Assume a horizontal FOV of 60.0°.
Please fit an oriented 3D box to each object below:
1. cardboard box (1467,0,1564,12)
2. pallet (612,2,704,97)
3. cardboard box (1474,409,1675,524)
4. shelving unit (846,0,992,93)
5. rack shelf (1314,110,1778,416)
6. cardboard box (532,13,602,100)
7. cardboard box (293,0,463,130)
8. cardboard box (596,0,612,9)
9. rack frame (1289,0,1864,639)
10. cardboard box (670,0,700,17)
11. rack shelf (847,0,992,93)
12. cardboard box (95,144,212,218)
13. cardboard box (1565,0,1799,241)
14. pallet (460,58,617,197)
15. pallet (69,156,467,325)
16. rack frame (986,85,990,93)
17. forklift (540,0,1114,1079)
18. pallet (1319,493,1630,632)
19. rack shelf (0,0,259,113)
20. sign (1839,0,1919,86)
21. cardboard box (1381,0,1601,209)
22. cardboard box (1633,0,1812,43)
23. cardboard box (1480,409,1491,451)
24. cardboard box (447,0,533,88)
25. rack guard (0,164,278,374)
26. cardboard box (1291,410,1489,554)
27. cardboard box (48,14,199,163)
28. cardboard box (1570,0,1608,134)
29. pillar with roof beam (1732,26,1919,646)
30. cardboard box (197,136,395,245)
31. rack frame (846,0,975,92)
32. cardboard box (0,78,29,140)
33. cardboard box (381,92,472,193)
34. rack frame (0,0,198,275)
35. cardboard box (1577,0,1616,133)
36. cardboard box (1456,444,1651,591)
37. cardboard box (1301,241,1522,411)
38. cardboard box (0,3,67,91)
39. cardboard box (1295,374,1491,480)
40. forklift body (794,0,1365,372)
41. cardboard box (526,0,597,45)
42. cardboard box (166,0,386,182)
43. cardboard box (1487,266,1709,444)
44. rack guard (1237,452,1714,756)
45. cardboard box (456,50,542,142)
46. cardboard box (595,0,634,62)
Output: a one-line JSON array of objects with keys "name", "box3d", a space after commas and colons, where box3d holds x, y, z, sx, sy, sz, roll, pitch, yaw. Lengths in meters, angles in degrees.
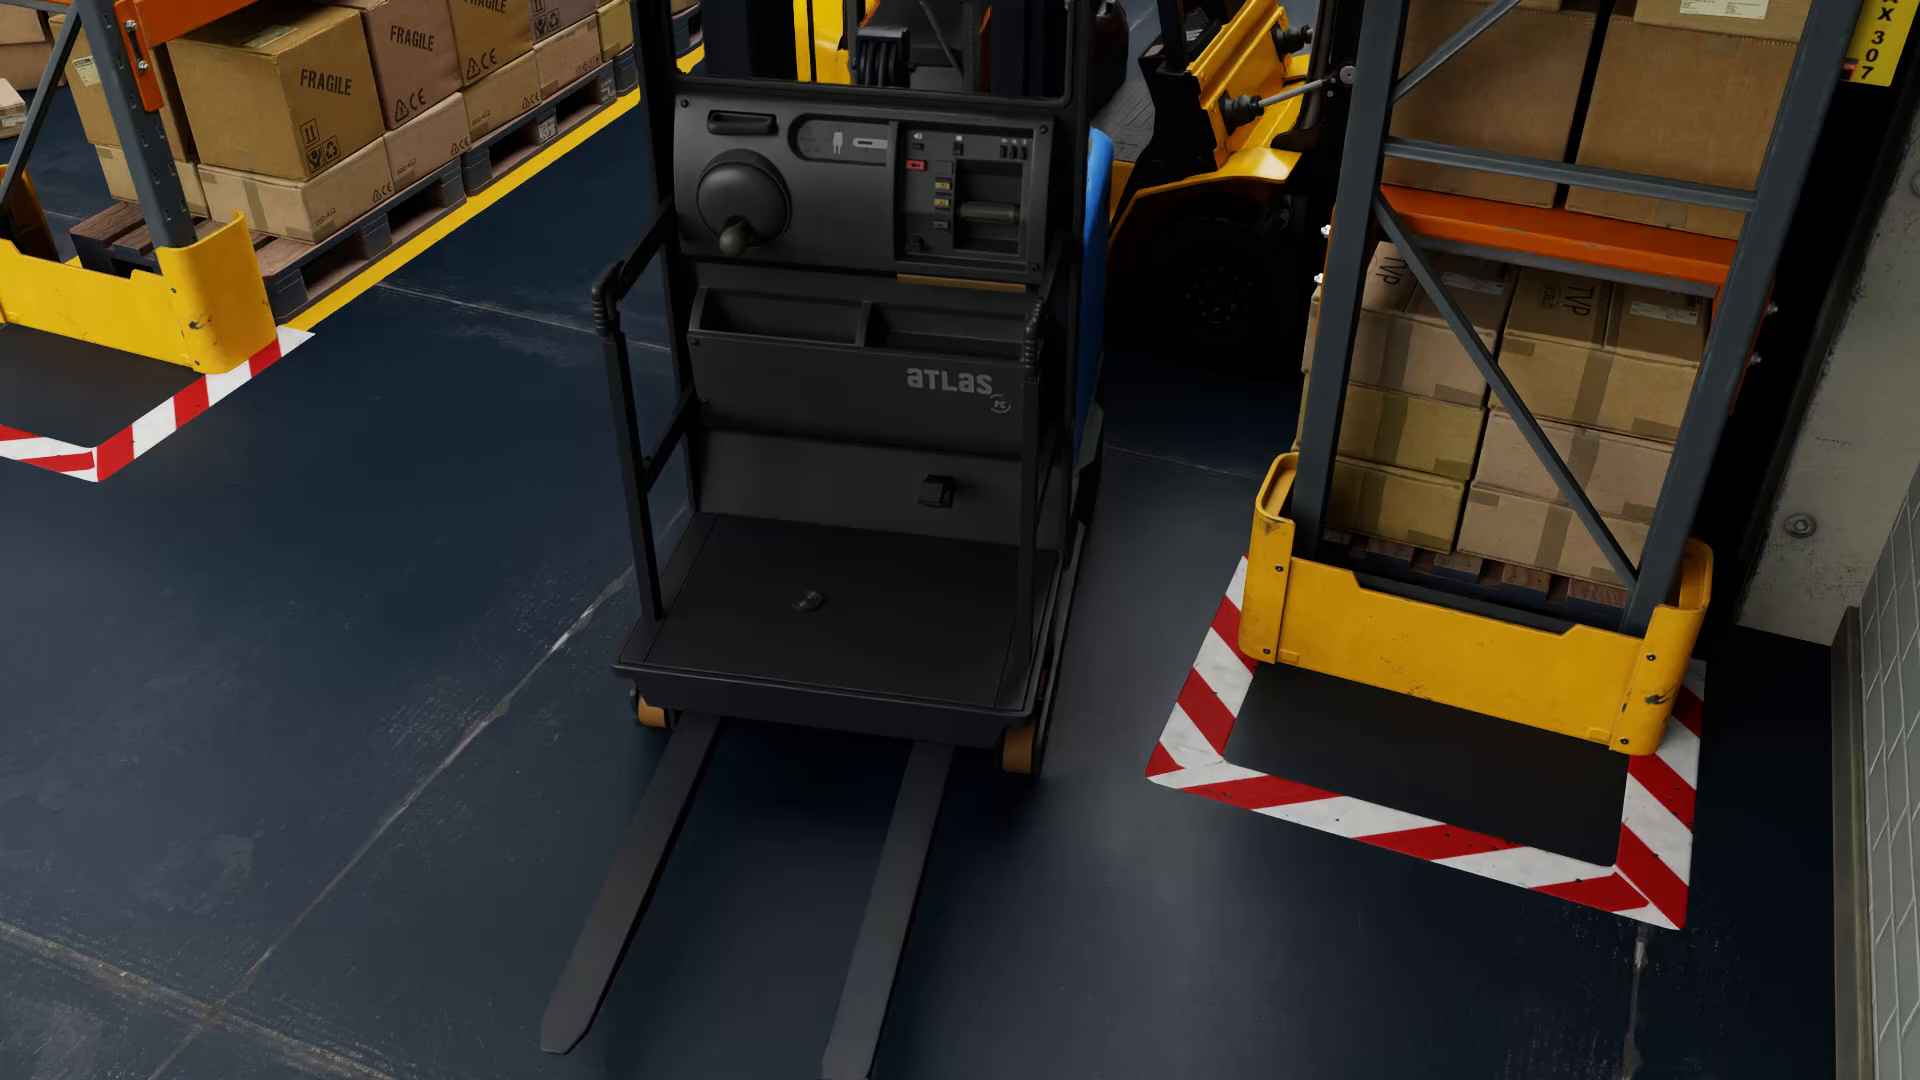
[{"name": "cardboard box", "box3d": [1.276, -1.405, 3.999, 0.380, 0.149, 0.250, 14, 39, 18]}, {"name": "pallet", "box3d": [-1.889, -2.696, 8.681, 1.003, 0.211, 1.213, 14, 39, 18]}, {"name": "cardboard box", "box3d": [1.775, -0.330, 4.714, 0.500, 0.250, 0.500, 15, 39, 19]}, {"name": "shelving unit", "box3d": [-0.102, -1.523, 5.518, 0.431, 2.100, 0.503, 5, 37, 9]}, {"name": "rack shelf", "box3d": [2.165, -1.669, 5.578, 1.077, 0.370, 4.000, 14, 39, 18]}, {"name": "cardboard box", "box3d": [-2.034, -2.294, 7.759, 0.500, 0.250, 0.500, 14, 39, 18]}, {"name": "cardboard box", "box3d": [-2.422, -2.033, 6.784, 0.500, 0.500, 0.500, 12, 39, 16]}, {"name": "cardboard box", "box3d": [-1.835, -2.890, 7.930, 0.500, 0.500, 0.500, 15, 39, 19]}, {"name": "rack frame", "box3d": [1.404, -0.850, 3.881, 1.000, 3.000, 0.127, 14, 39, 18]}, {"name": "cardboard box", "box3d": [-1.643, -2.871, 8.532, 0.500, 0.250, 0.500, 16, 40, 20]}, {"name": "rack shelf", "box3d": [-0.102, -1.512, 5.526, 0.431, 0.518, 0.480, 5, 37, 9]}, {"name": "cardboard box", "box3d": [-3.120, -1.567, 6.787, 0.500, 0.250, 0.500, 14, 39, 18]}, {"name": "cardboard box", "box3d": [1.849, -1.101, 4.134, 0.500, 0.500, 0.500, 15, 39, 19]}, {"name": "pallet", "box3d": [-2.352, -2.018, 7.774, 1.003, 0.211, 1.213, 14, 39, 18]}, {"name": "pallet", "box3d": [-2.817, -1.345, 6.874, 1.003, 0.211, 1.213, 14, 39, 18]}, {"name": "rack frame", "box3d": [-0.059, -1.666, 5.711, 0.400, 2.100, 0.015, 5, 37, 9]}, {"name": "forklift", "box3d": [-0.277, -0.791, 3.861, 1.130, 2.935, 3.031, 6, 37, 8]}, {"name": "pallet", "box3d": [1.656, -0.166, 5.295, 1.003, 0.211, 1.213, 14, 39, 18]}, {"name": "rack shelf", "box3d": [-2.427, -2.798, 7.088, 1.077, 0.370, 4.000, 14, 39, 18]}, {"name": "sign", "box3d": [1.915, -1.098, 3.425, 0.100, 0.325, 0.005, 14, 39, 18]}, {"name": "cardboard box", "box3d": [1.348, -1.222, 4.296, 0.500, 0.500, 0.500, 13, 39, 17]}, {"name": "cardboard box", "box3d": [1.773, -1.278, 3.829, 0.380, 0.149, 0.250, 13, 39, 17]}, {"name": "cardboard box", "box3d": [1.488, -0.522, 5.389, 0.500, 0.250, 0.500, 14, 39, 18]}, {"name": "cardboard box", "box3d": [-2.224, -2.309, 7.153, 0.500, 0.500, 0.500, 15, 39, 19]}, {"name": "rack guard", "box3d": [-3.159, -1.019, 6.196, 1.175, 0.500, 0.348, 14, 39, 18]}, {"name": "cardboard box", "box3d": [1.290, -0.249, 5.023, 0.500, 0.250, 0.500, 14, 39, 18]}, {"name": "cardboard box", "box3d": [-3.125, -1.849, 6.537, 0.500, 0.500, 0.500, 14, 39, 18]}, {"name": "cardboard box", "box3d": [1.554, -1.507, 4.678, 0.500, 0.500, 0.500, 15, 39, 19]}, {"name": "pillar with roof beam", "box3d": [-1.479, -4.414, 3.638, 9.100, 9.000, 0.400, 14, 39, 18]}, {"name": "cardboard box", "box3d": [-2.626, -1.429, 6.602, 0.500, 0.250, 0.500, 14, 39, 17]}, {"name": "rack frame", "box3d": [-0.145, -1.381, 5.324, 0.400, 2.100, 0.015, 5, 37, 9]}, {"name": "cardboard box", "box3d": [-4.558, -2.022, 7.831, 0.250, 0.149, 0.380, -25, 43, -29]}, {"name": "cardboard box", "box3d": [-2.424, -1.710, 6.978, 0.500, 0.250, 0.500, 15, 39, 19]}, {"name": "rack frame", "box3d": [-3.188, -1.978, 5.391, 1.000, 3.000, 0.127, 14, 39, 18]}, {"name": "cardboard box", "box3d": [2.027, -1.394, 4.526, 0.500, 0.500, 0.500, 15, 39, 19]}, {"name": "cardboard box", "box3d": [1.771, -0.144, 4.883, 0.500, 0.250, 0.500, 14, 39, 18]}, {"name": "cardboard box", "box3d": [1.290, -0.643, 4.716, 0.500, 0.250, 0.500, 15, 39, 19]}, {"name": "cardboard box", "box3d": [-4.861, -2.528, 8.211, 0.797, 0.503, 0.637, -11, 38, -14]}, {"name": "cardboard box", "box3d": [1.300, -0.458, 4.885, 0.500, 0.250, 0.500, 13, 39, 17]}, {"name": "forklift body", "box3d": [0.438, -1.975, 6.096, 2.313, 2.155, 1.214, 14, 39, 18]}, {"name": "cardboard box", "box3d": [-2.028, -2.607, 7.552, 0.500, 0.500, 0.500, 16, 40, 20]}, {"name": "cardboard box", "box3d": [-2.617, -1.743, 6.395, 0.500, 0.500, 0.500, 13, 39, 16]}, {"name": "cardboard box", "box3d": [1.761, -0.540, 4.578, 0.500, 0.250, 0.500, 13, 39, 17]}, {"name": "rack guard", "box3d": [1.394, 0.165, 4.612, 1.175, 0.500, 0.348, 14, 39, 18]}, {"name": "cardboard box", "box3d": [-2.228, -2.015, 7.386, 0.500, 0.250, 0.500, 16, 40, 21]}, {"name": "cardboard box", "box3d": [-1.836, -2.574, 8.134, 0.500, 0.250, 0.500, 13, 39, 17]}]
